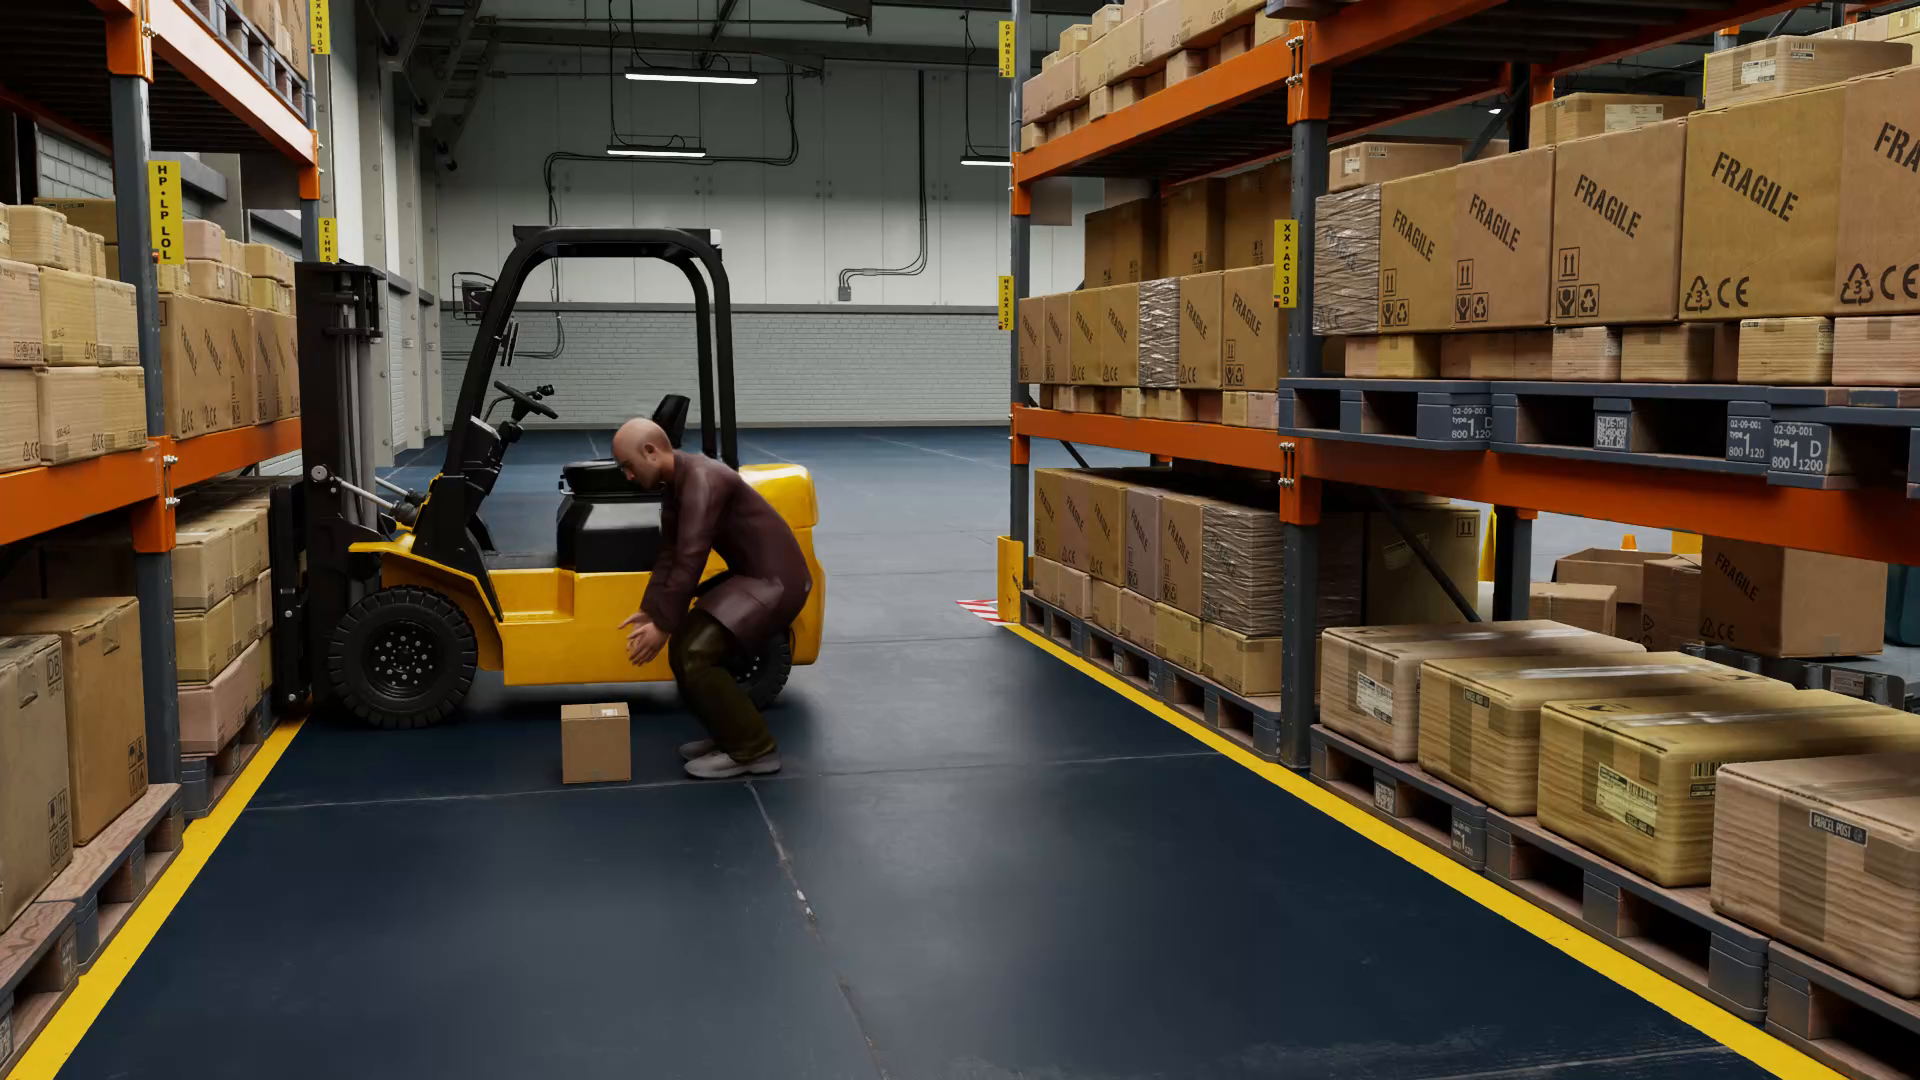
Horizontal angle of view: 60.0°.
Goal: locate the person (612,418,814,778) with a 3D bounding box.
[{"bbox_3d":[-0.935,0.213,6.360,0.752,1.363,0.633,-1,6,-14],"label":"person"}]
